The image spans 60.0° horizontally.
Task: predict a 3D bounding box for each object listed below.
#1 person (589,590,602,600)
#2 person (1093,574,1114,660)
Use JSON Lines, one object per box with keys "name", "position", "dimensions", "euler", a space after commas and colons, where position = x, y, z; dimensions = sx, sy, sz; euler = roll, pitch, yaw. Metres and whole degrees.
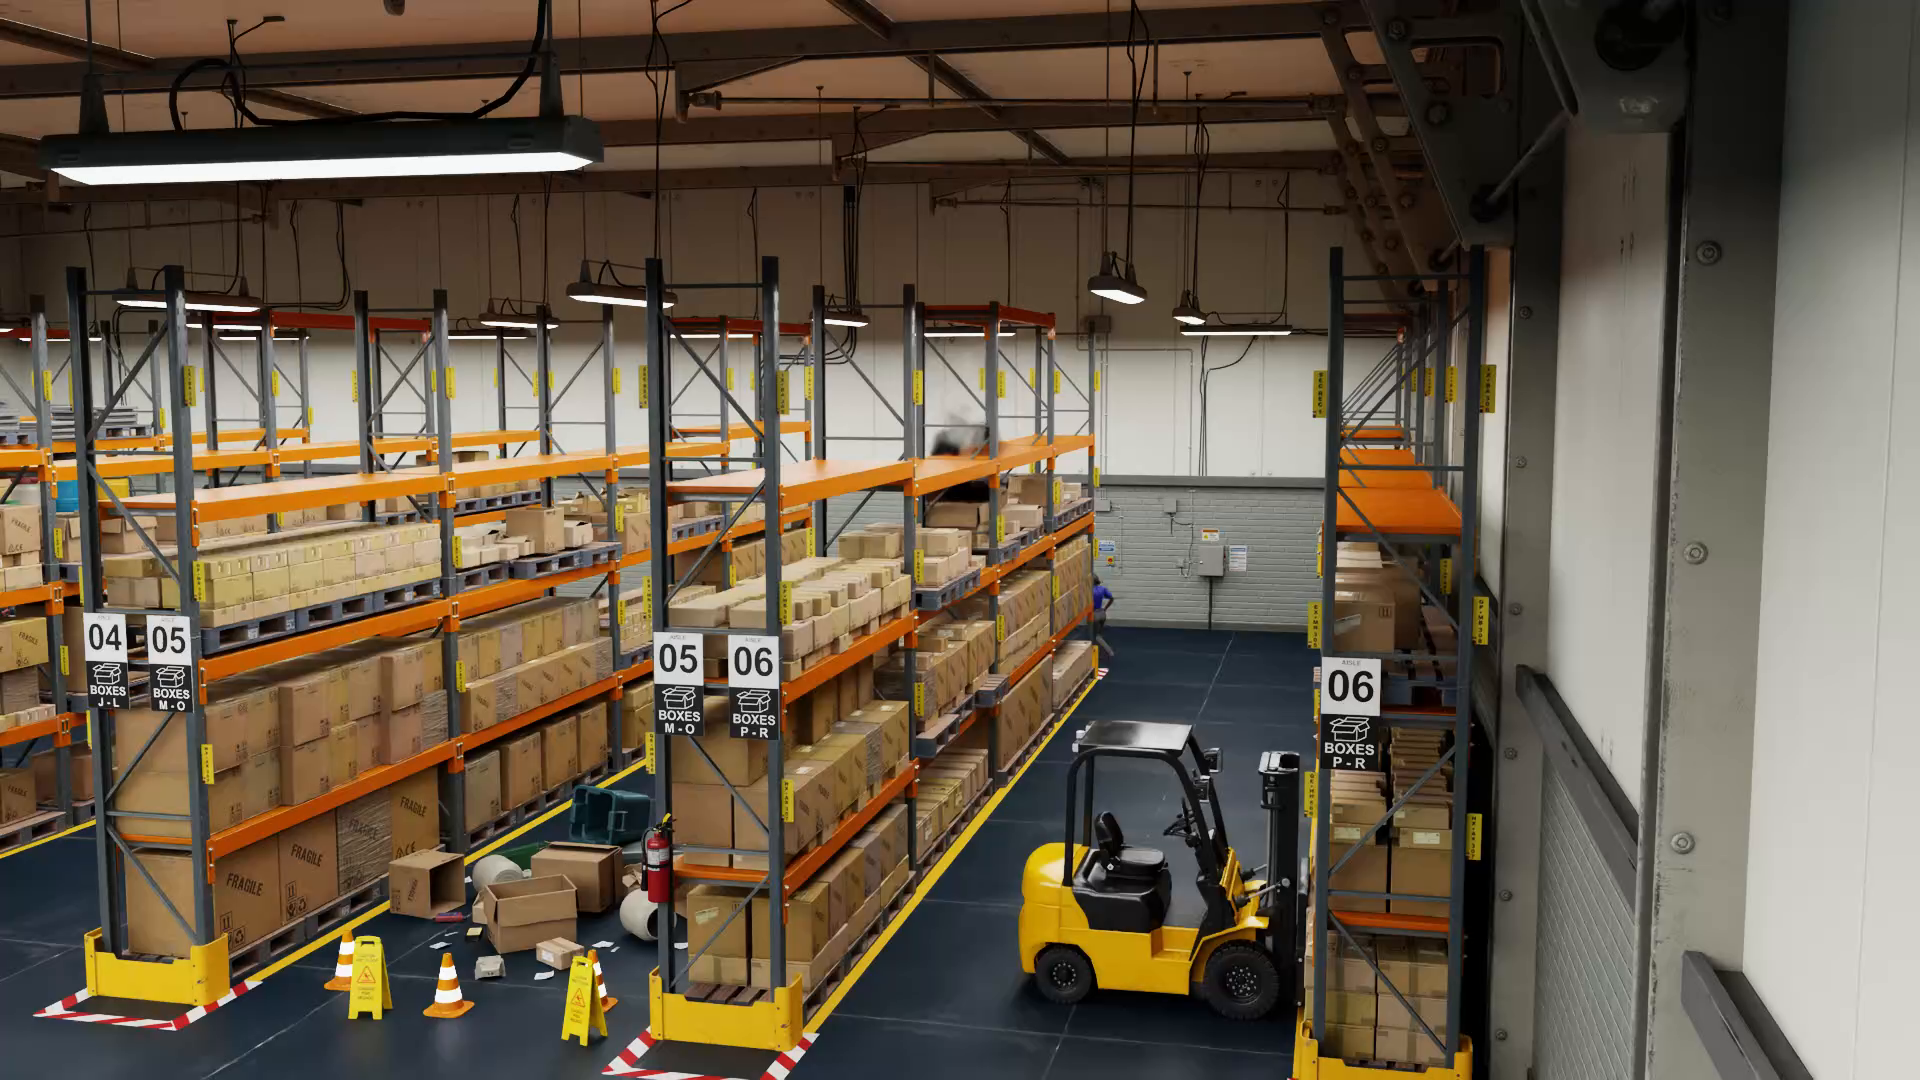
{"name": "person", "position": [-5.572, 1.721, 25.799], "dimensions": [0.668, 1.778, 0.866], "euler": [2, 6, 15]}
{"name": "person", "position": [2.380, 1.392, 29.511], "dimensions": [0.631, 1.625, 0.706], "euler": [-5, 7, -39]}
